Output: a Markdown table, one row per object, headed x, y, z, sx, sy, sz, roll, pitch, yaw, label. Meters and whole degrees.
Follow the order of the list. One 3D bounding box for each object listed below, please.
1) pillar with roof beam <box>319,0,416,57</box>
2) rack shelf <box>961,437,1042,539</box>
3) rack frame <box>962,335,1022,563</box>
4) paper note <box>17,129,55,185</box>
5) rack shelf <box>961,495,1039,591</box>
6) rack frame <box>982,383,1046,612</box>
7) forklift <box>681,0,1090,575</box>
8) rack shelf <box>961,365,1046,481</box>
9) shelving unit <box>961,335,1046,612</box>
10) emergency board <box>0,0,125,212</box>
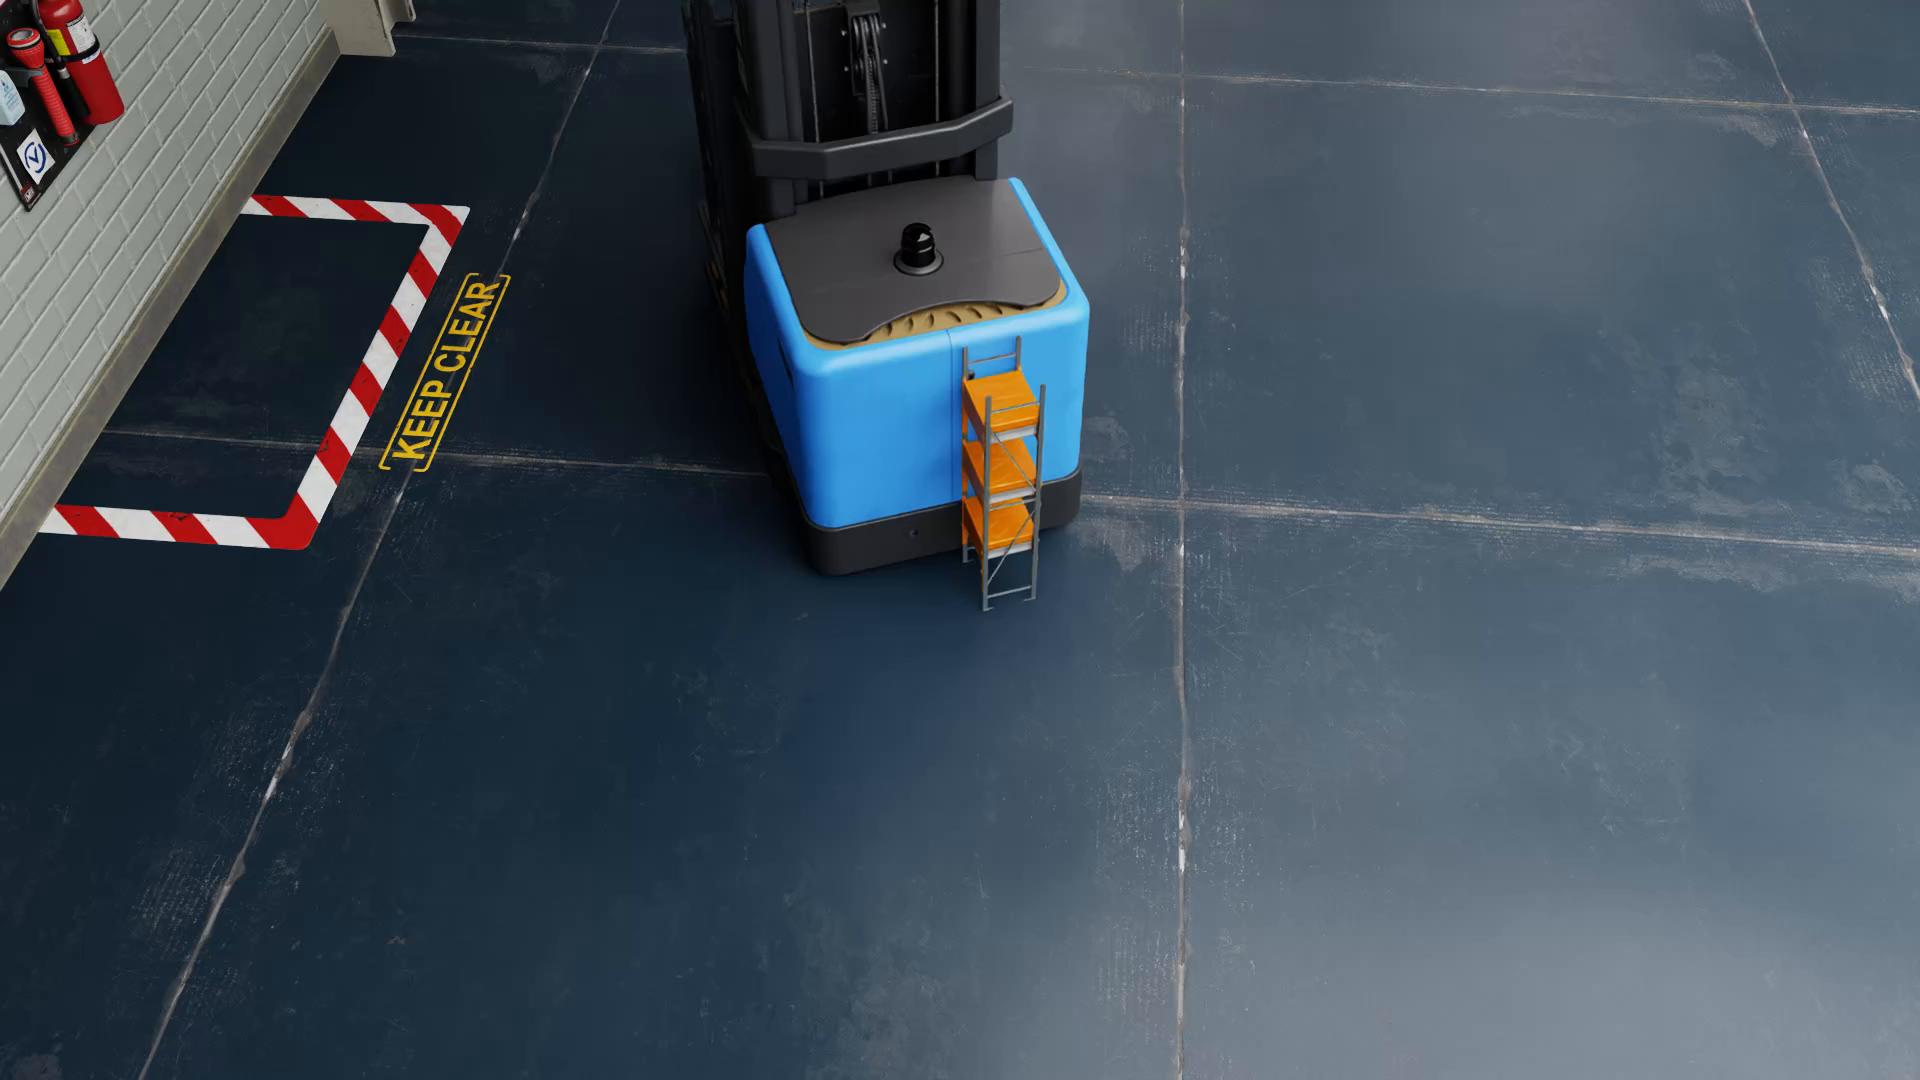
| x | y | z | sx | sy | sz | roll | pitch | yaw | label |
| --- | --- | --- | --- | --- | --- | --- | --- | --- | --- |
| 1.246 | -5.379 | 5.071 | 9.100 | 9.000 | 0.400 | 4 | 48 | 4 | pillar with roof beam |
| 0.141 | -0.198 | 5.734 | 0.215 | 0.259 | 0.240 | -13 | 49 | -11 | rack shelf |
| 0.105 | -0.291 | 5.805 | 0.200 | 1.050 | 0.008 | -13 | 49 | -11 | rack frame |
| -3.390 | -1.408 | 6.102 | 0.016 | 0.148 | 0.142 | 4 | 48 | 4 | paper note |
| 0.141 | -0.011 | 5.939 | 0.215 | 0.259 | 0.240 | -13 | 49 | -11 | rack shelf |
| 0.177 | -0.119 | 5.648 | 0.200 | 1.050 | 0.008 | -13 | 49 | -11 | rack frame |
| -0.470 | -1.974 | 6.069 | 1.130 | 2.935 | 3.031 | -13 | 49 | -11 | forklift |
| 0.141 | -0.390 | 5.525 | 0.215 | 0.259 | 0.240 | -13 | 49 | -11 | rack shelf |
| 0.141 | -0.205 | 5.726 | 0.215 | 1.050 | 0.252 | -13 | 49 | -11 | shelving unit |
| -3.305 | -1.830 | 5.891 | 0.194 | 1.169 | 0.643 | 4 | 48 | 4 | emergency board |
